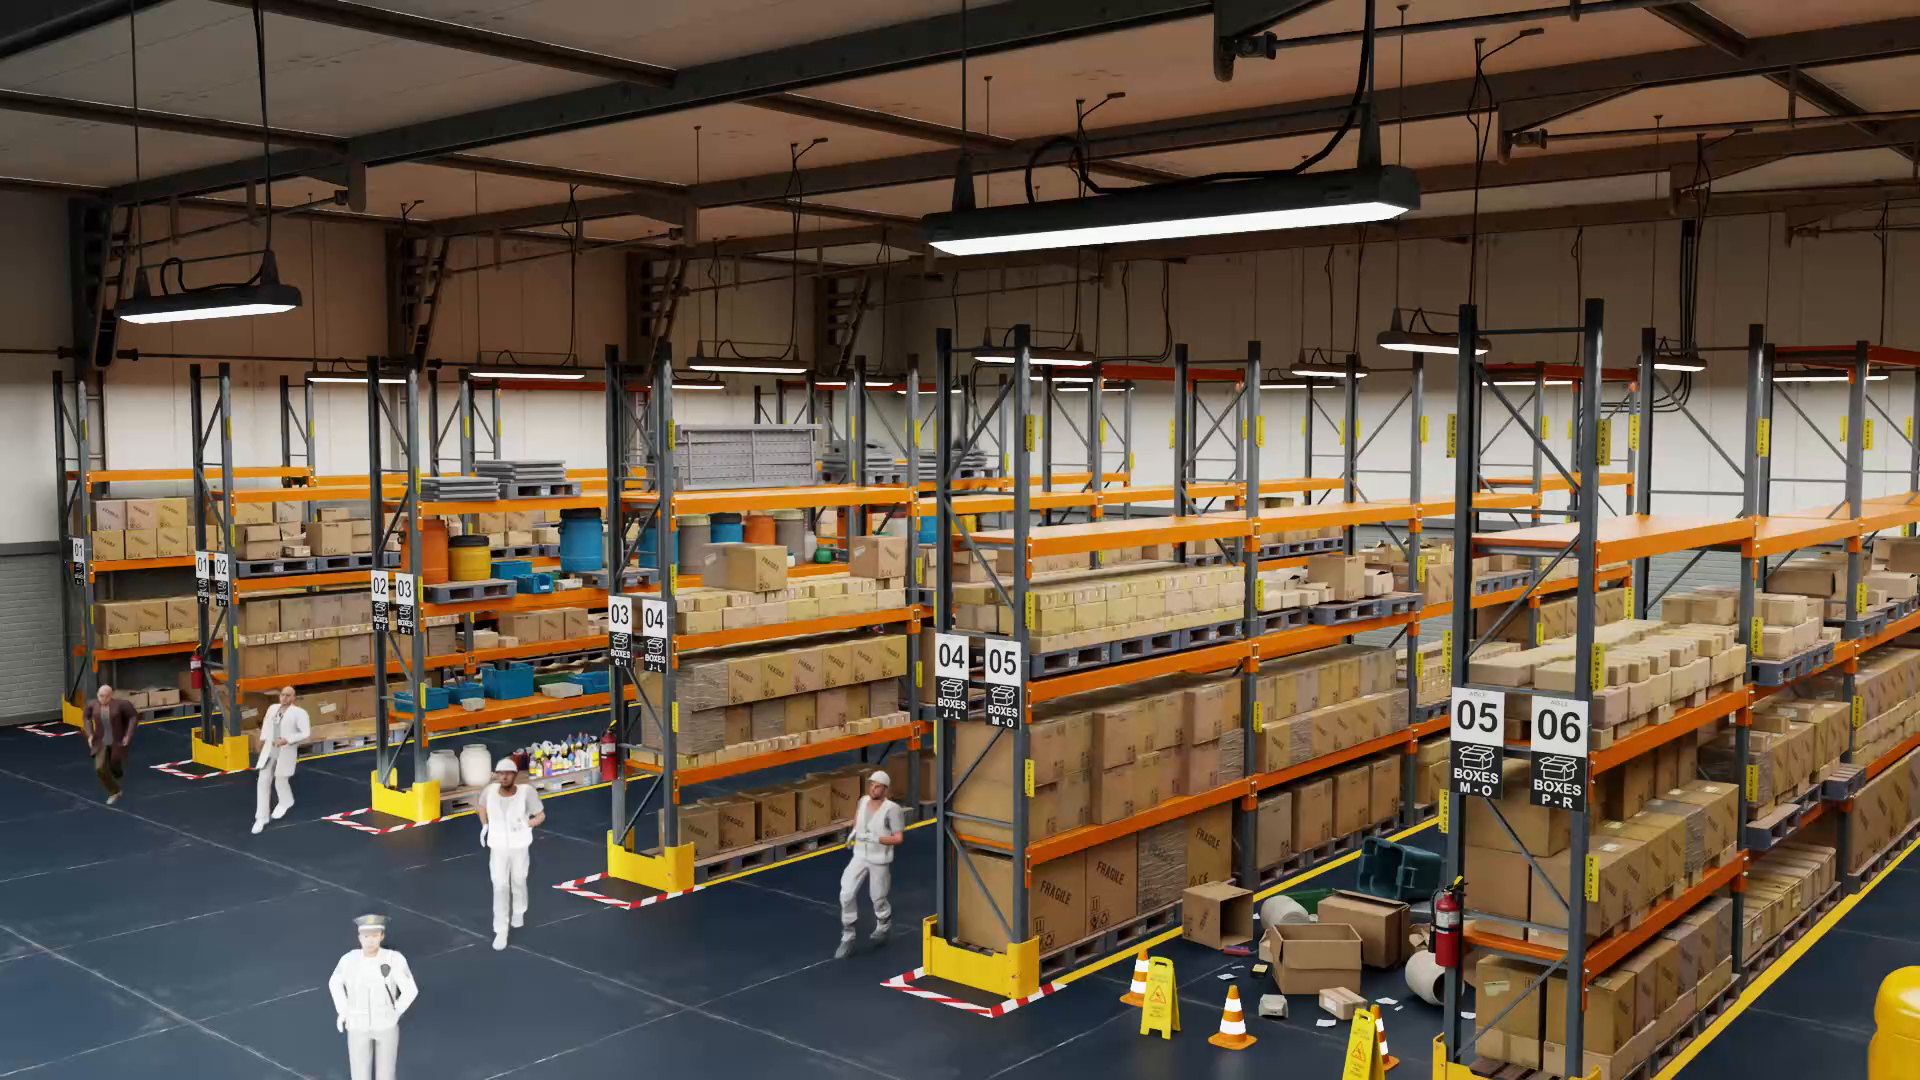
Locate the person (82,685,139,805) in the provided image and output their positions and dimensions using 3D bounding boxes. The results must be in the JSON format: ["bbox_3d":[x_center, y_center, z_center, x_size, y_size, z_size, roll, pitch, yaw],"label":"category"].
[{"bbox_3d":[-11.527,2.742,22.645,0.704,1.669,1.015,-1,4,-16],"label":"person"}]

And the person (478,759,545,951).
[{"bbox_3d":[-4.458,3.056,16.522,0.671,1.811,0.868,-1,4,-9],"label":"person"}]

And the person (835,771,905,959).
[{"bbox_3d":[-0.813,3.124,16.123,0.672,1.817,0.733,2,5,24],"label":"person"}]

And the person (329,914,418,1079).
[{"bbox_3d":[-4.185,3.482,11.859,0.618,1.696,0.821,-1,4,-13],"label":"person"}]

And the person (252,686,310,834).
[{"bbox_3d":[-8.619,2.750,21.135,0.725,1.766,0.986,0,4,2],"label":"person"}]
